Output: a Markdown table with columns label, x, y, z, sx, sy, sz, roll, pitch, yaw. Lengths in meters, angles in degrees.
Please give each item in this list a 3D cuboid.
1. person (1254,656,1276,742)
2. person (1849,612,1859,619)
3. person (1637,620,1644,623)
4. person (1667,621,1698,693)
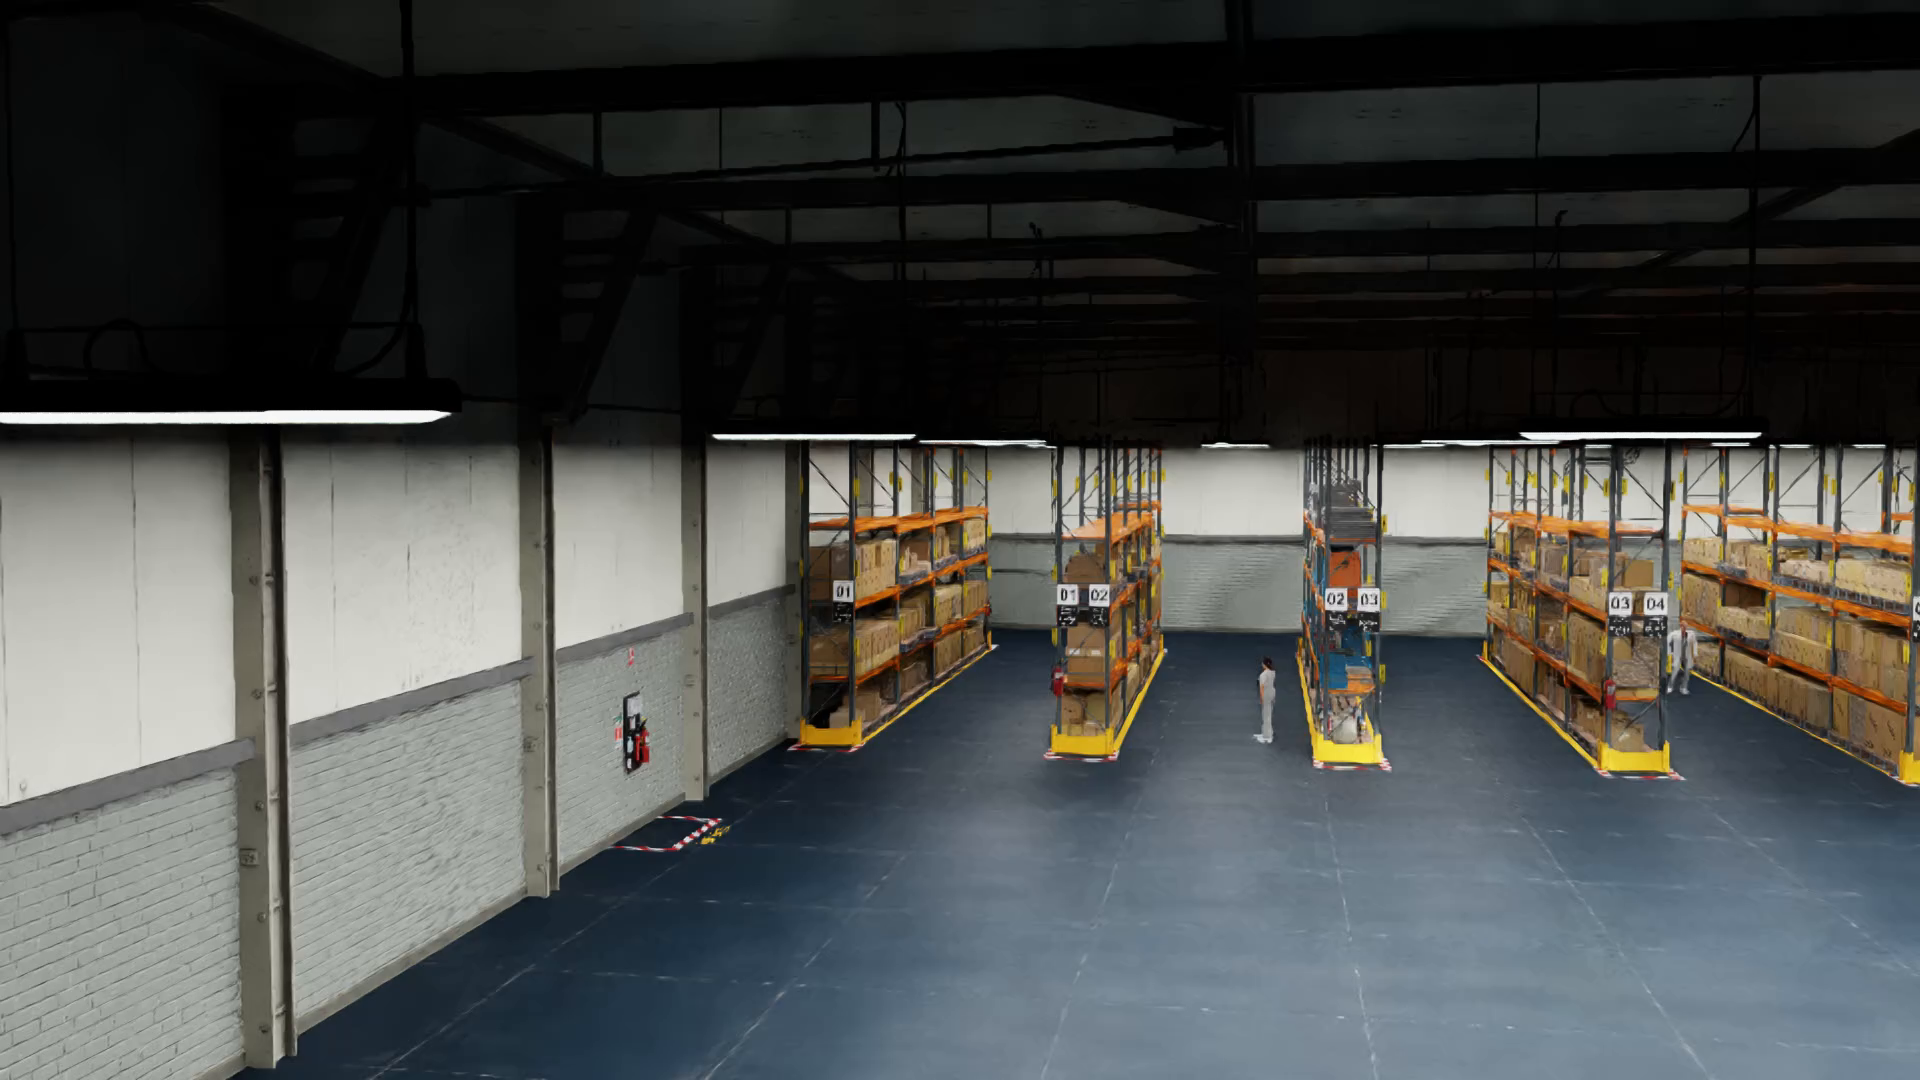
| label | x | y | z | sx | sy | sz | roll | pitch | yaw |
| --- | --- | --- | --- | --- | --- | --- | --- | --- | --- |
| person | 5.986 | 3.104 | 32.681 | 0.479 | 1.674 | 0.486 | 3 | 4 | 40 |
| person | 22.907 | 2.602 | 42.658 | 0.473 | 1.597 | 0.600 | 0 | 3 | 7 |
| person | 19.554 | 2.331 | 47.392 | 0.484 | 1.620 | 0.986 | 1 | 3 | 20 |
| person | 16.950 | 2.747 | 39.096 | 0.729 | 1.733 | 0.546 | 0 | 3 | 9 |
